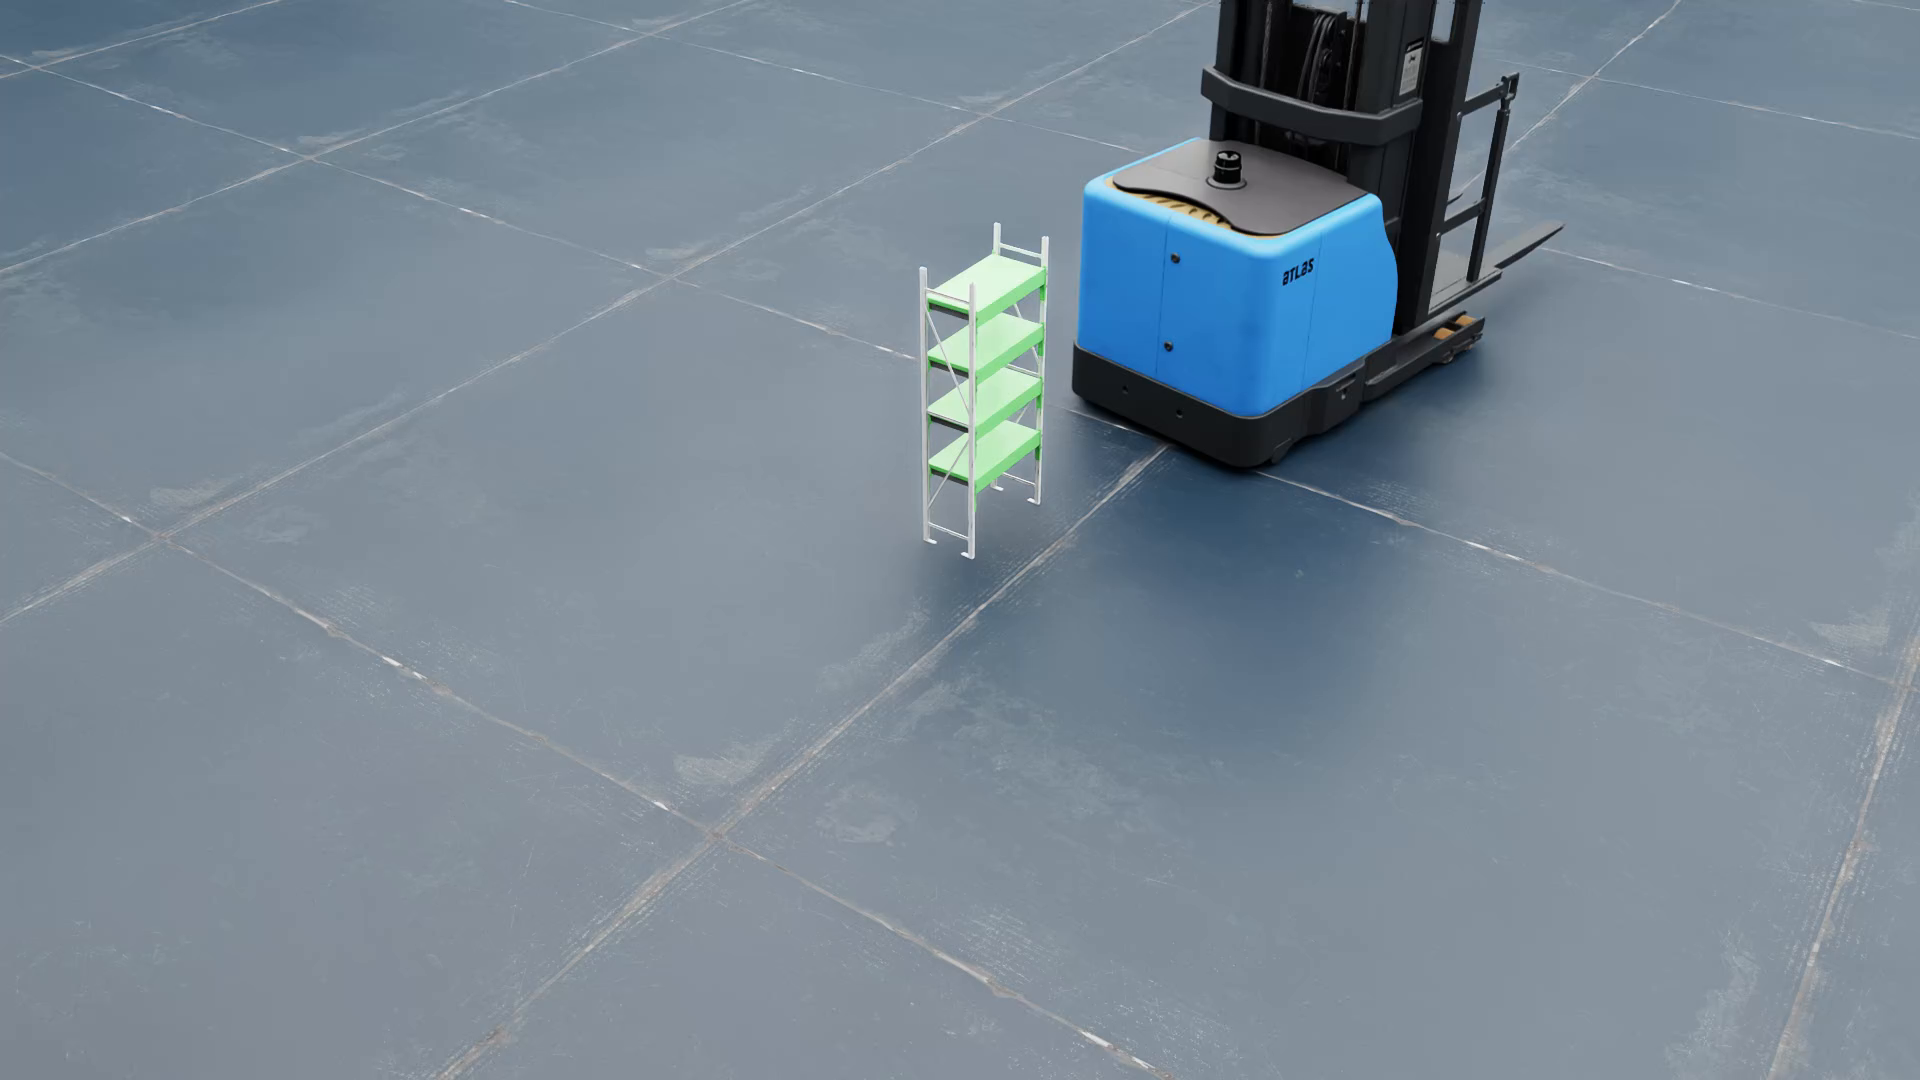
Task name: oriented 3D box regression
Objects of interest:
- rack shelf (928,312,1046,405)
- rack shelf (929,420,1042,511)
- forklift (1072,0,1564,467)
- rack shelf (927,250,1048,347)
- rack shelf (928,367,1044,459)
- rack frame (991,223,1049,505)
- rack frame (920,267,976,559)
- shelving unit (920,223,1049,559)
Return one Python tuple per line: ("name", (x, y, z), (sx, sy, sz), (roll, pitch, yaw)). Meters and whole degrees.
("rack shelf", (0.094, -0.719, 6.428), (0.258, 0.148, 0.480), (21, 39, 28))
("rack shelf", (0.094, -0.321, 6.697), (0.258, 0.148, 0.480), (21, 39, 28))
("forklift", (1.910, -2.247, 7.457), (1.130, 2.935, 3.031), (29, 44, 36))
("rack shelf", (0.094, -0.918, 6.293), (0.258, 0.148, 0.480), (21, 39, 28))
("rack shelf", (0.094, -0.520, 6.562), (0.258, 0.148, 0.480), (21, 39, 28))
("rack frame", (0.234, -0.685, 6.693), (0.240, 1.200, 0.015), (21, 39, 28))
("rack frame", (-0.045, -0.461, 6.360), (0.240, 1.200, 0.015), (21, 39, 28))
("shelving unit", (0.094, -0.573, 6.527), (0.258, 1.200, 0.503), (21, 39, 28))
